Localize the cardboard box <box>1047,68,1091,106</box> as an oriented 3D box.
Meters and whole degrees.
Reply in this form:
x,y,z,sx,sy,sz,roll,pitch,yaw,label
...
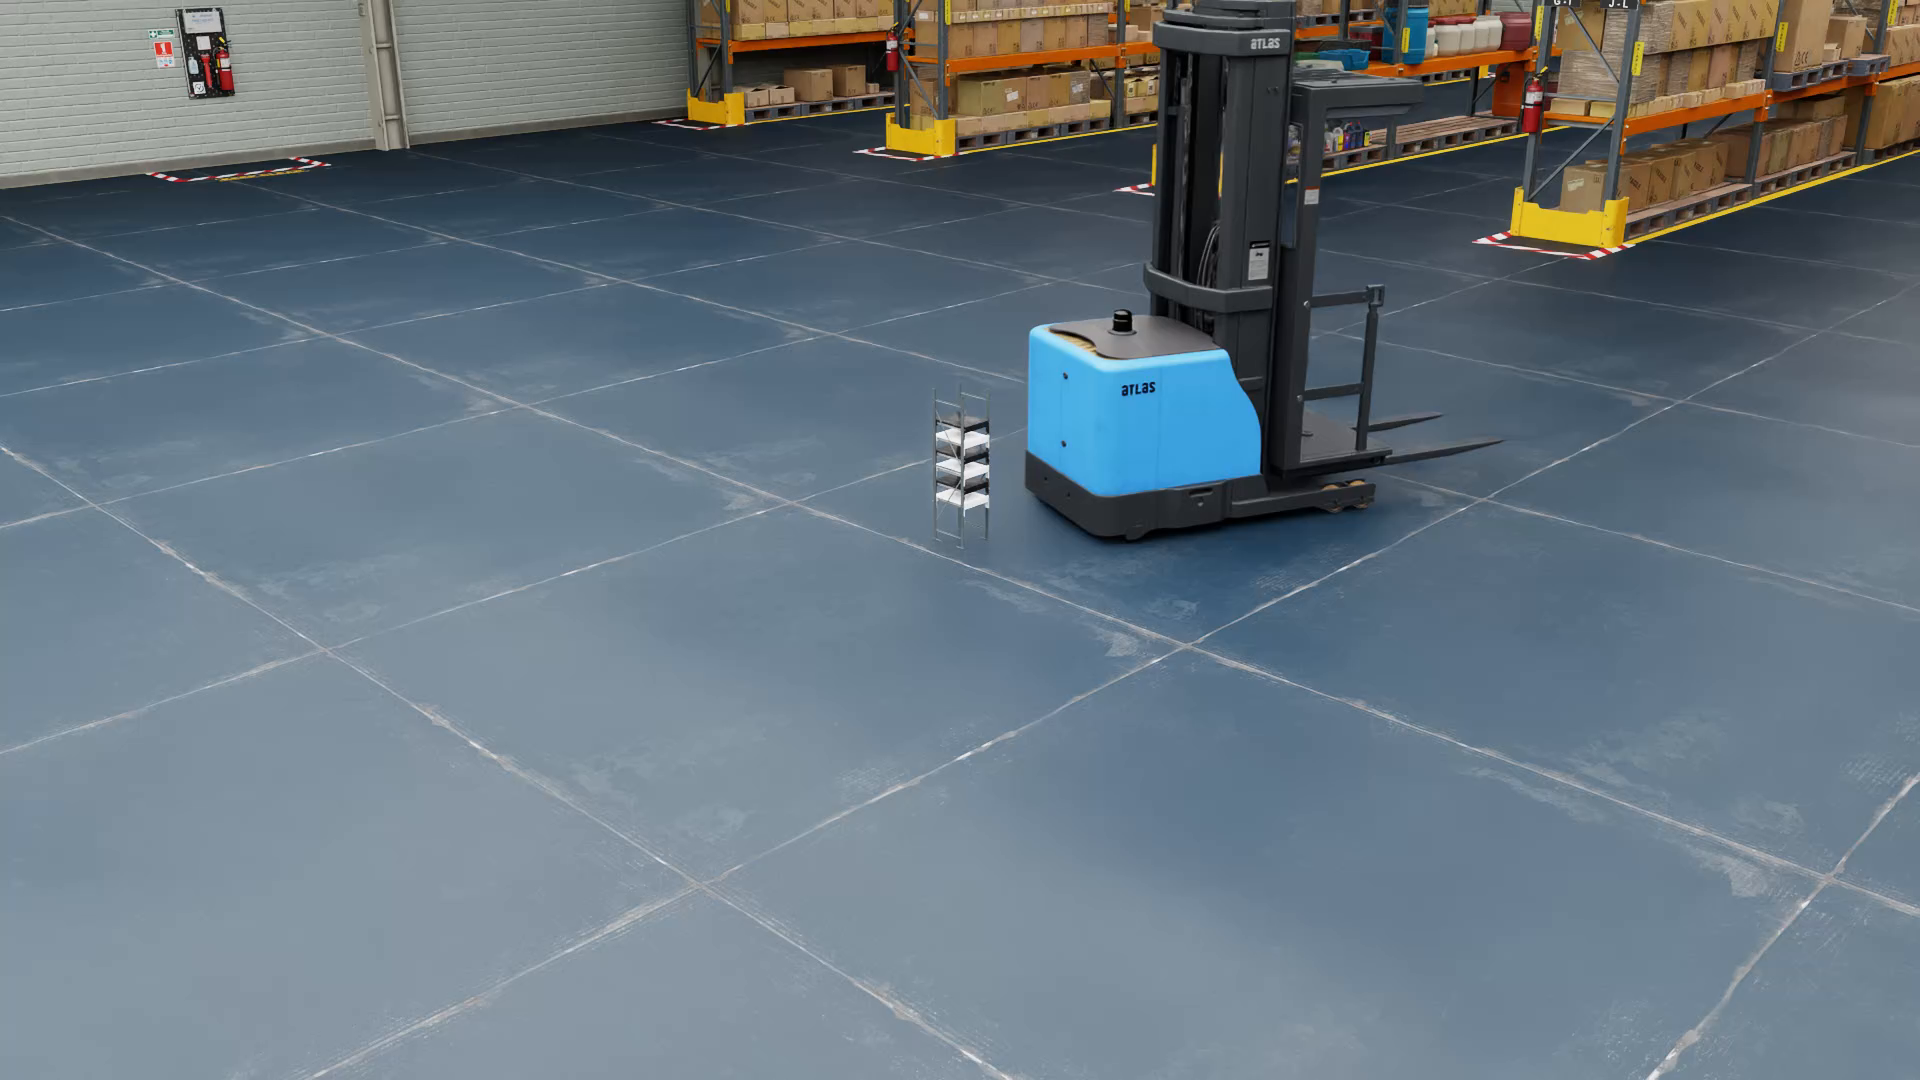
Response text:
x,y,z,sx,sy,sz,roll,pitch,yaw,label
1.700,-7.122,26.125,0.500,0.500,0.500,19,28,41,cardboard box

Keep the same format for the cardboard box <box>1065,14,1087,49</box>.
x,y,z,sx,sy,sz,roll,pitch,yaw,label
1.556,-7.953,25.945,0.700,0.500,0.500,19,28,40,cardboard box

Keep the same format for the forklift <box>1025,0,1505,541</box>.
x,y,z,sx,sy,sz,roll,pitch,yaw,label
1.963,-1.695,9.900,3.031,2.935,1.130,-9,23,-22,forklift

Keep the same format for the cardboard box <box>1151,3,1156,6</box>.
x,y,z,sx,sy,sz,roll,pitch,yaw,label
3.848,-11.062,34.497,0.250,0.149,0.380,-19,28,-40,cardboard box

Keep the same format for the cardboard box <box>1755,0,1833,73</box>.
x,y,z,sx,sy,sz,roll,pitch,yaw,label
9.974,-6.324,20.425,1.000,1.000,1.000,19,28,41,cardboard box

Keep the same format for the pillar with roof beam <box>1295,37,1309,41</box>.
x,y,z,sx,sy,sz,roll,pitch,yaw,label
11.392,-15.116,36.359,9.100,9.000,0.400,19,28,41,pillar with roof beam

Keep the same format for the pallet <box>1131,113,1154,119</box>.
x,y,z,sx,sy,sz,roll,pitch,yaw,label
3.561,-7.372,28.459,1.003,0.211,1.213,19,28,41,pallet

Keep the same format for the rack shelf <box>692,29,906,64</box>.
x,y,z,sx,sy,sz,roll,pitch,yaw,label
-2.723,-8.548,28.635,1.077,0.370,4.000,19,28,41,rack shelf

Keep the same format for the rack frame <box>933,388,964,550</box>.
x,y,z,sx,sy,sz,roll,pitch,yaw,label
-0.065,-0.396,9.351,0.240,0.900,0.006,19,28,41,rack frame

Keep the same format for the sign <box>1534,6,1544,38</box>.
x,y,z,sx,sy,sz,roll,pitch,yaw,label
6.145,-5.482,17.603,0.100,0.325,0.005,19,28,41,sign

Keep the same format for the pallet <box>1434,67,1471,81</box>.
x,y,z,sx,sy,sz,roll,pitch,yaw,label
9.987,-9.717,34.562,1.003,0.211,1.213,19,28,41,pallet

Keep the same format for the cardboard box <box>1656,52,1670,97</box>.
x,y,z,sx,sy,sz,roll,pitch,yaw,label
7.195,-5.129,18.184,0.875,0.500,0.500,19,28,41,cardboard box

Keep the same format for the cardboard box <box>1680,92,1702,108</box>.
x,y,z,sx,sy,sz,roll,pitch,yaw,label
8.014,-4.908,18.513,0.380,0.149,0.250,19,28,41,cardboard box

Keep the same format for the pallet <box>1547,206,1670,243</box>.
x,y,z,sx,sy,sz,roll,pitch,yaw,label
7.174,-3.568,18.564,1.003,0.211,1.213,19,28,41,pallet

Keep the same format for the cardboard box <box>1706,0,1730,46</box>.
x,y,z,sx,sy,sz,roll,pitch,yaw,label
8.154,-5.761,18.436,0.500,0.500,0.500,19,28,41,cardboard box

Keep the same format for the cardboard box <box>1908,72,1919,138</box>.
x,y,z,sx,sy,sz,roll,pitch,yaw,label
13.845,-6.540,24.785,1.225,0.875,0.875,18,27,39,cardboard box

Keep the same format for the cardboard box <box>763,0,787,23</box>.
x,y,z,sx,sy,sz,roll,pitch,yaw,label
-3.218,-8.831,27.505,0.500,0.500,0.500,19,28,41,cardboard box

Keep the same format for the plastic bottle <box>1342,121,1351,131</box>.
x,y,z,sx,sy,sz,roll,pitch,yaw,label
5.424,-5.685,23.265,0.144,0.351,0.185,19,28,41,plastic bottle

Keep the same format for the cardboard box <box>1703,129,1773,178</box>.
x,y,z,sx,sy,sz,roll,pitch,yaw,label
9.763,-4.870,20.934,0.700,0.500,0.500,17,27,37,cardboard box

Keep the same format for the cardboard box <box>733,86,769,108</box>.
x,y,z,sx,sy,sz,roll,pitch,yaw,label
-3.571,-7.475,27.976,0.500,0.311,0.500,15,26,35,cardboard box

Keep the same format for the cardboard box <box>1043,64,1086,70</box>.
x,y,z,sx,sy,sz,roll,pitch,yaw,label
1.676,-7.381,26.798,0.500,0.500,0.500,19,28,41,cardboard box

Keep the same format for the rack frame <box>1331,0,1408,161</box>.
x,y,z,sx,sy,sz,roll,pitch,yaw,label
5.771,-6.918,23.393,1.000,3.000,0.127,19,28,41,rack frame

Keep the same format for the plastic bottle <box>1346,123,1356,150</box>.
x,y,z,sx,sy,sz,roll,pitch,yaw,label
5.394,-5.600,23.042,0.144,0.351,0.185,18,27,38,plastic bottle

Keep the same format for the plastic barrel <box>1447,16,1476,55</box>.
x,y,z,sx,sy,sz,roll,pitch,yaw,label
7.409,-7.472,24.645,0.433,0.535,0.433,0,21,0,plastic barrel

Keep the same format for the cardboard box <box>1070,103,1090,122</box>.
x,y,z,sx,sy,sz,roll,pitch,yaw,label
1.701,-6.771,26.258,0.500,0.250,0.500,19,28,41,cardboard box

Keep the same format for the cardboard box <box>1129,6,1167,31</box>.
x,y,z,sx,sy,sz,roll,pitch,yaw,label
3.139,-8.534,27.458,0.500,0.500,0.500,-18,27,-38,cardboard box

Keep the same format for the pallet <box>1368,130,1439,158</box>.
x,y,z,sx,sy,sz,roll,pitch,yaw,label
6.291,-5.828,24.444,1.003,0.211,1.213,19,28,41,pallet

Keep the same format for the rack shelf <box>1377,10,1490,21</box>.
x,y,z,sx,sy,sz,roll,pitch,yaw,label
9.200,-10.394,33.438,1.077,0.370,4.000,19,28,41,rack shelf

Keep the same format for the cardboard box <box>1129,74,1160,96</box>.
x,y,z,sx,sy,sz,roll,pitch,yaw,label
3.044,-7.504,27.384,0.500,0.311,0.500,19,28,40,cardboard box

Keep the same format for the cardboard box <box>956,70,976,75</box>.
x,y,z,sx,sy,sz,roll,pitch,yaw,label
-0.117,-8.896,31.410,0.700,0.500,0.500,20,28,41,cardboard box

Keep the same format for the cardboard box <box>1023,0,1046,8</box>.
x,y,z,sx,sy,sz,roll,pitch,yaw,label
0.869,-8.308,25.062,0.700,0.500,0.500,19,28,41,cardboard box

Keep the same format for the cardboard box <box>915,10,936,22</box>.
x,y,z,sx,sy,sz,roll,pitch,yaw,label
-0.436,-7.626,24.191,0.380,0.149,0.250,19,28,40,cardboard box

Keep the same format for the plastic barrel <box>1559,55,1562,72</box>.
x,y,z,sx,sy,sz,roll,pitch,yaw,label
10.466,-7.874,28.218,0.600,0.901,0.708,19,28,41,plastic barrel

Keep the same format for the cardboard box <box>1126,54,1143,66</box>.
x,y,z,sx,sy,sz,roll,pitch,yaw,label
3.275,-10.218,34.389,0.750,0.750,0.750,-19,28,-40,cardboard box

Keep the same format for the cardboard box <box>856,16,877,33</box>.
x,y,z,sx,sy,sz,roll,pitch,yaw,label
-1.794,-9.013,29.025,0.500,0.250,0.500,19,28,41,cardboard box

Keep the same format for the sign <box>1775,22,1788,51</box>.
x,y,z,sx,sy,sz,roll,pitch,yaw,label
9.713,-5.949,19.664,0.100,0.325,0.005,19,28,41,sign

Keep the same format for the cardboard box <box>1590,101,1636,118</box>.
x,y,z,sx,sy,sz,roll,pitch,yaw,label
6.898,-4.547,17.573,0.380,0.149,0.250,19,28,41,cardboard box

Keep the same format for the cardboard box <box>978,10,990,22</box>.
x,y,z,sx,sy,sz,roll,pitch,yaw,label
0.219,-7.659,24.278,0.380,0.149,0.250,19,28,41,cardboard box

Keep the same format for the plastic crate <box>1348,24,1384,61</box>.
x,y,z,sx,sy,sz,roll,pitch,yaw,label
5.889,-7.149,23.904,0.402,0.464,0.583,19,28,41,plastic crate

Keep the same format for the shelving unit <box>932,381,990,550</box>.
x,y,z,sx,sy,sz,roll,pitch,yaw,label
0.006,-0.422,9.419,0.258,0.900,0.210,19,28,41,shelving unit

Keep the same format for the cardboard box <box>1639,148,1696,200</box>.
x,y,z,sx,sy,sz,roll,pitch,yaw,label
8.241,-4.287,19.445,0.500,0.500,0.500,16,26,36,cardboard box

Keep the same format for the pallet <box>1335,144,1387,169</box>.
x,y,z,sx,sy,sz,roll,pitch,yaw,label
5.272,-5.454,23.471,1.003,0.211,1.213,19,28,41,pallet

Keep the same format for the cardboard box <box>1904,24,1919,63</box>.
x,y,z,sx,sy,sz,roll,pitch,yaw,label
13.357,-7.076,23.664,0.500,0.500,0.500,19,28,40,cardboard box

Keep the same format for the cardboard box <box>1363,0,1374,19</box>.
x,y,z,sx,sy,sz,roll,pitch,yaw,label
7.970,-10.455,32.454,0.500,0.500,0.500,-20,28,-41,cardboard box

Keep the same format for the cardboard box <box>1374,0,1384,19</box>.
x,y,z,sx,sy,sz,roll,pitch,yaw,label
8.356,-10.325,32.116,0.500,0.500,0.500,-19,28,-41,cardboard box

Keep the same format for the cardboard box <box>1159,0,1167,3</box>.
x,y,z,sx,sy,sz,roll,pitch,yaw,label
4.112,-11.467,34.646,0.500,0.500,0.500,19,28,40,cardboard box

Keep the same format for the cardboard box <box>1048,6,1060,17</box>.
x,y,z,sx,sy,sz,roll,pitch,yaw,label
1.301,-8.059,25.317,0.250,0.149,0.380,-19,28,-41,cardboard box

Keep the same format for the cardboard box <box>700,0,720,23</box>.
x,y,z,sx,sy,sz,roll,pitch,yaw,label
-3.942,-8.833,27.511,0.500,0.500,0.500,19,28,40,cardboard box

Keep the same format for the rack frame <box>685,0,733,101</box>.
x,y,z,sx,sy,sz,roll,pitch,yaw,label
-4.118,-8.369,27.169,1.000,3.000,0.127,19,28,41,rack frame

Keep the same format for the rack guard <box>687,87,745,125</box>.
x,y,z,sx,sy,sz,roll,pitch,yaw,label
-4.065,-7.222,27.668,1.175,0.500,0.348,19,28,41,rack guard

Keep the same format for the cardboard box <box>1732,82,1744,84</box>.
x,y,z,sx,sy,sz,roll,pitch,yaw,label
8.981,-5.321,19.588,0.380,0.149,0.250,19,28,41,cardboard box

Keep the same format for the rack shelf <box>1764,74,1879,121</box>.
x,y,z,sx,sy,sz,roll,pitch,yaw,label
10.714,-5.857,21.634,1.077,0.370,4.000,19,28,41,rack shelf

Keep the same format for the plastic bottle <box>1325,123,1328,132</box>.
x,y,z,sx,sy,sz,roll,pitch,yaw,label
5.234,-5.878,23.876,0.097,0.271,0.097,0,21,0,plastic bottle

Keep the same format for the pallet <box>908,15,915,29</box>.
x,y,z,sx,sy,sz,roll,pitch,yaw,label
-0.690,-9.468,30.295,1.003,0.211,1.213,19,28,41,pallet

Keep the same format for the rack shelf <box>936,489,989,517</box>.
x,y,z,sx,sy,sz,roll,pitch,yaw,label
0.006,-0.223,9.495,0.258,0.077,0.200,19,28,41,rack shelf
